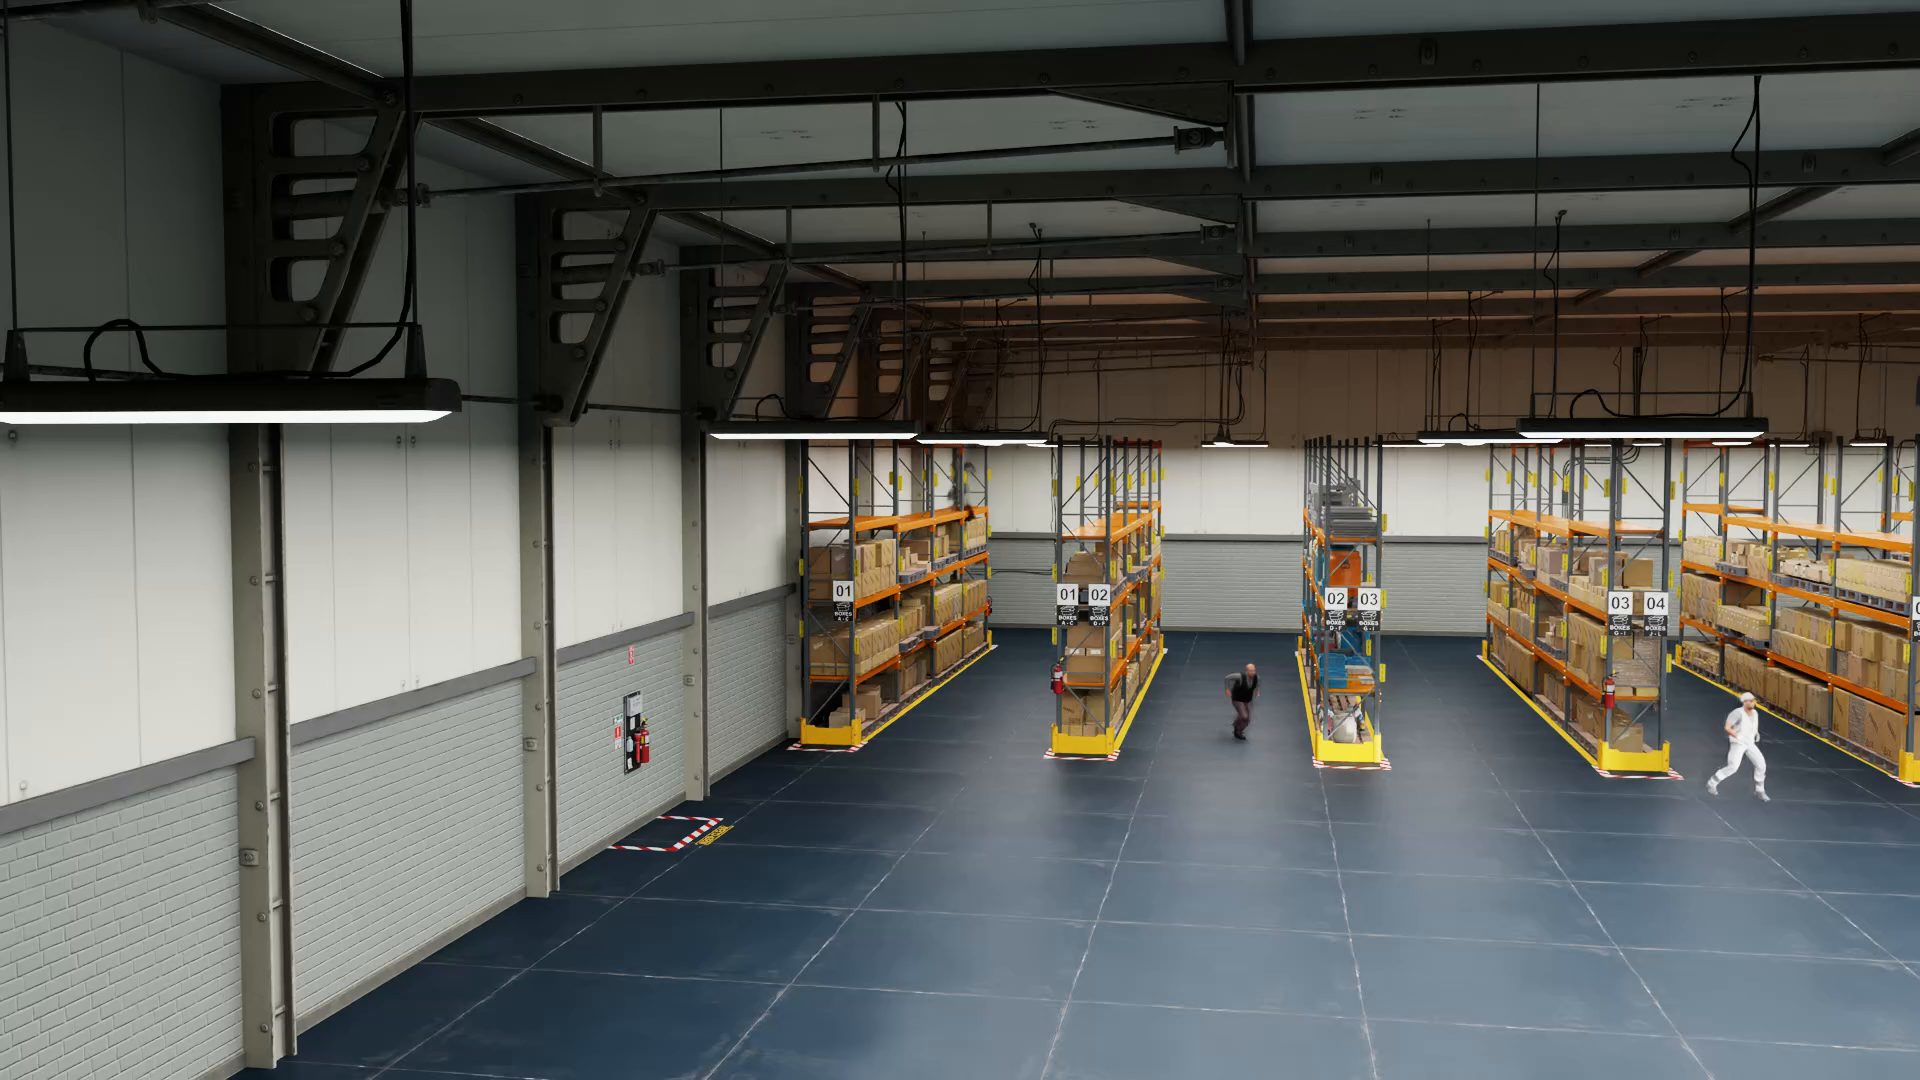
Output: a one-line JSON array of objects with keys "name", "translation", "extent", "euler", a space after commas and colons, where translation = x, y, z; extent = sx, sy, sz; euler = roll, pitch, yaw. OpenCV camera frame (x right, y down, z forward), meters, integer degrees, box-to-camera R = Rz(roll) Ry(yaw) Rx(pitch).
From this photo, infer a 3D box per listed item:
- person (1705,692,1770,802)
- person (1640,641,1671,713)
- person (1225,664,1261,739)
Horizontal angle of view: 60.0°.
[{"name": "person", "translation": [12.817, 3.379, 27.293], "extent": [0.898, 1.775, 0.766], "euler": [-2, 3, -26]}, {"name": "person", "translation": [15.326, 2.848, 36.667], "extent": [0.749, 1.801, 1.012], "euler": [0, 3, 9]}, {"name": "person", "translation": [5.550, 3.182, 32.646], "extent": [0.685, 1.549, 0.865], "euler": [-1, 3, -18]}]
